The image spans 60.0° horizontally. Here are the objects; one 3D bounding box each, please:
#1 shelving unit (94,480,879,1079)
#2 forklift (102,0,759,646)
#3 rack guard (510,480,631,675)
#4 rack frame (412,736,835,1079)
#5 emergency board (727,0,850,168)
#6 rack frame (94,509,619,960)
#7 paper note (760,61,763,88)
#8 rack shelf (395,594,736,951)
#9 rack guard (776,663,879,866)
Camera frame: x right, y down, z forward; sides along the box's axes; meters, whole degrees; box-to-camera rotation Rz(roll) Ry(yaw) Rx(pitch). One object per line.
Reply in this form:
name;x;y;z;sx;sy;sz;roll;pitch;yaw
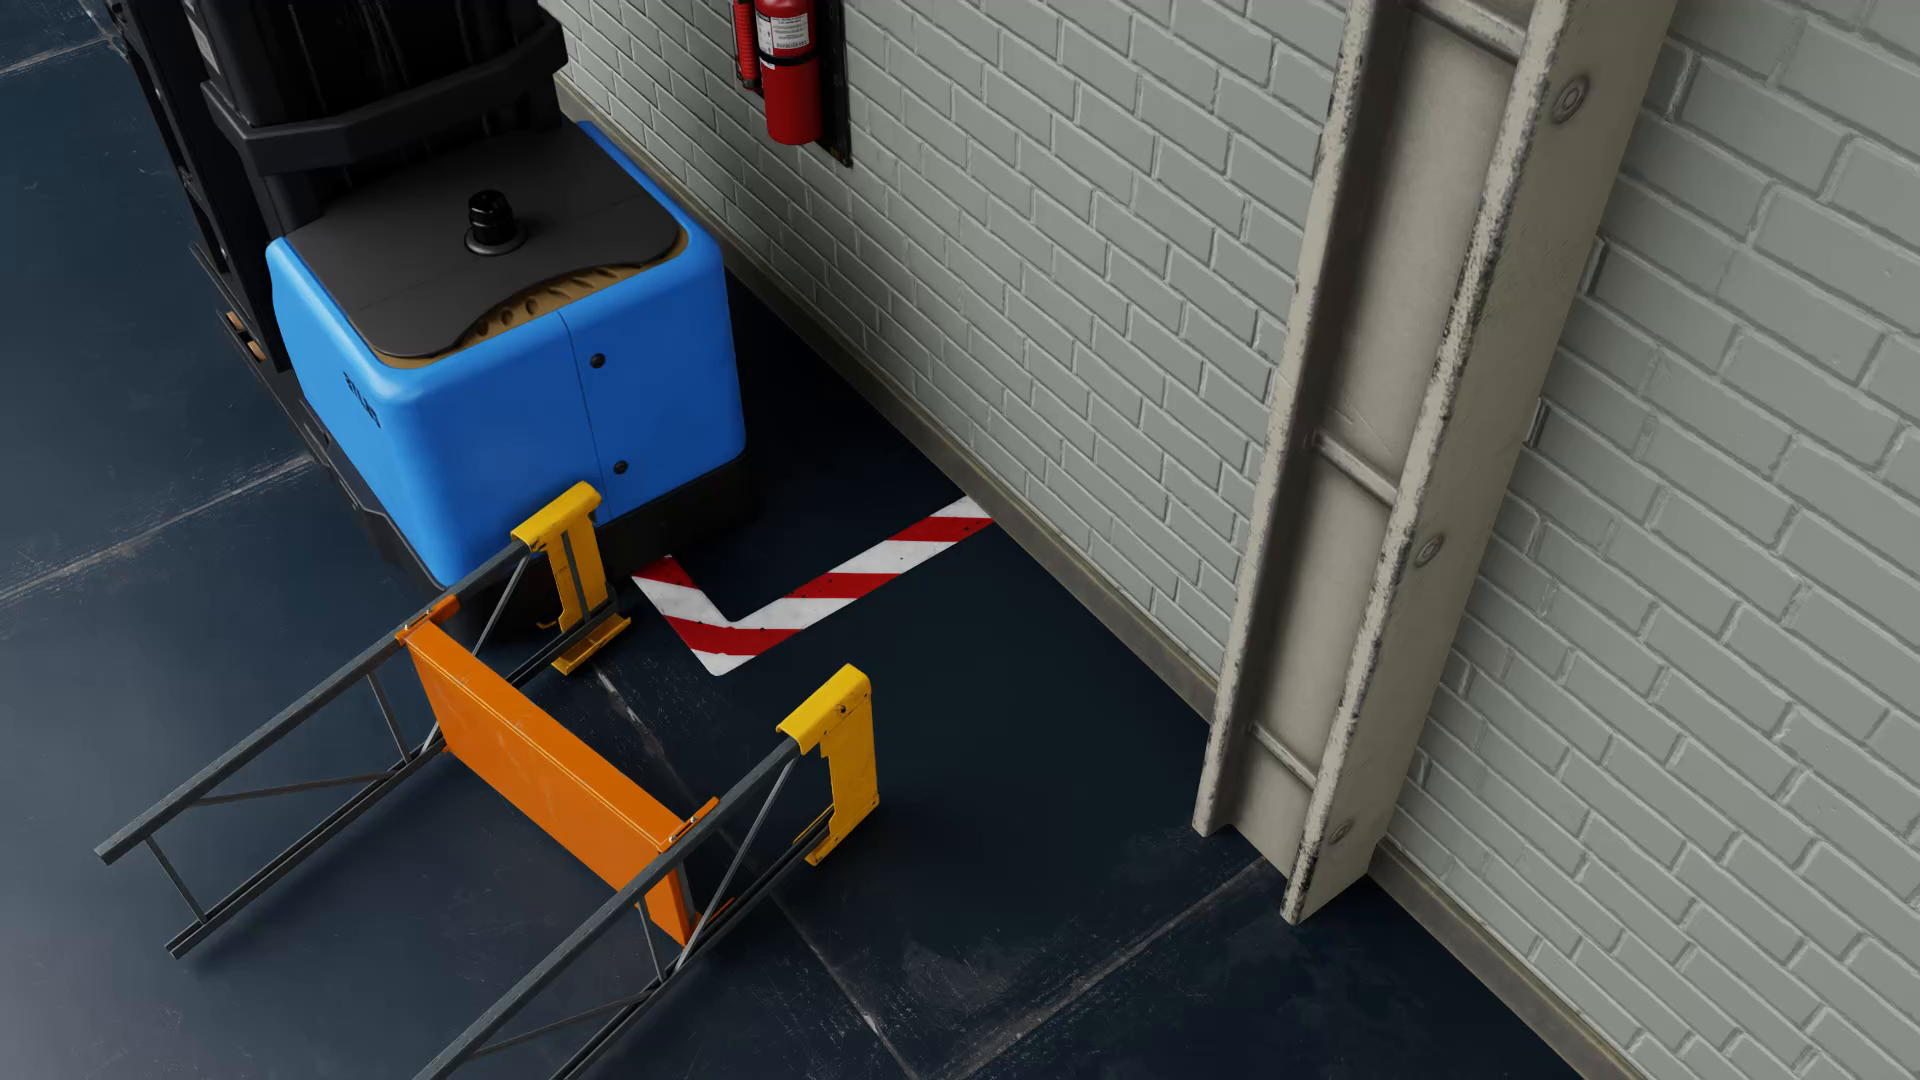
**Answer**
shelving unit;-1.118;0.709;4.194;1.083;0.587;1.500;32;56;26
forklift;-1.927;-1.721;4.832;1.130;2.935;3.031;-29;54;-24
rack guard;-1.098;0.115;4.728;0.087;0.587;0.250;32;56;26
rack frame;-0.735;0.947;3.978;0.032;0.500;1.500;32;56;26
emergency board;-0.594;-1.658;4.729;0.194;1.169;0.643;-29;54;-24
rack frame;-1.514;0.463;4.417;0.032;0.500;1.500;32;56;26
paper note;-0.646;-1.498;5.178;0.016;0.148;0.142;-29;54;-24
rack shelf;-1.009;0.602;4.290;1.000;0.538;0.185;32;56;26
rack guard;-0.335;0.589;4.298;0.087;0.587;0.250;32;56;26
